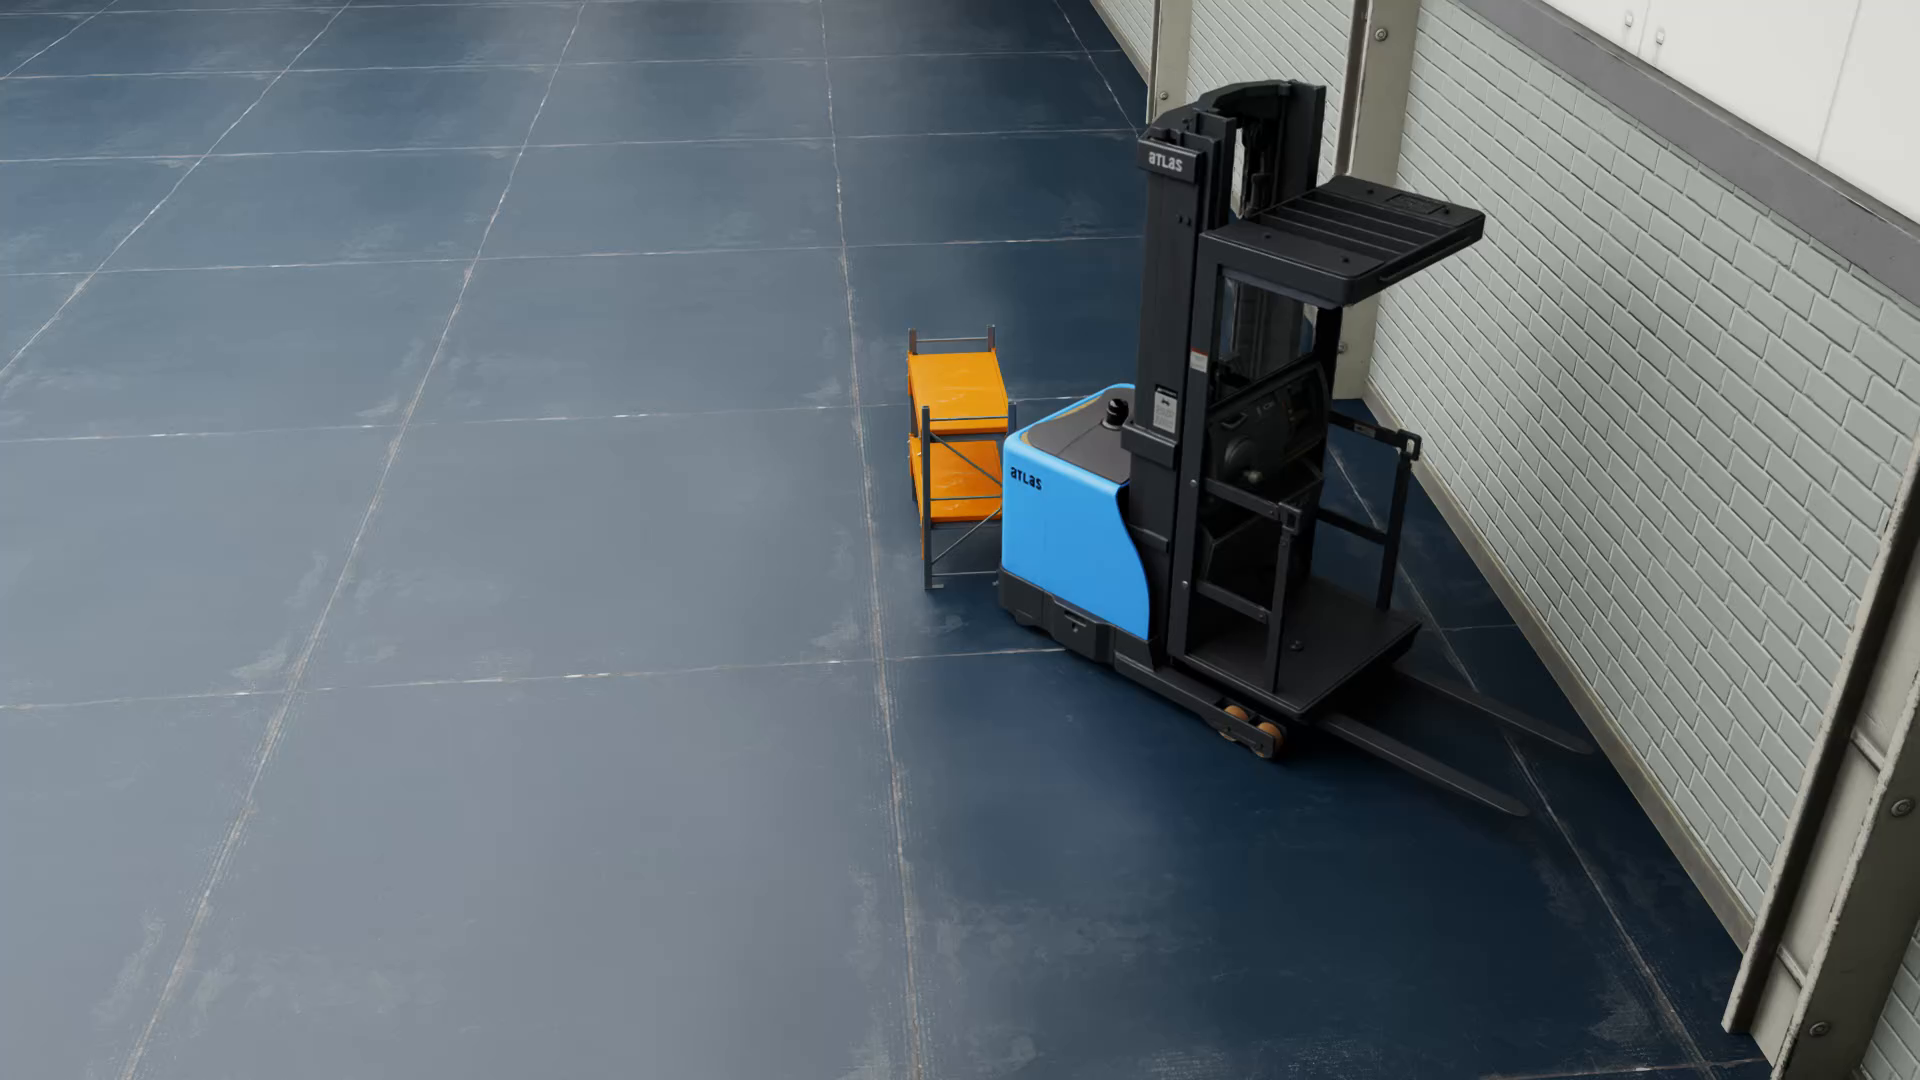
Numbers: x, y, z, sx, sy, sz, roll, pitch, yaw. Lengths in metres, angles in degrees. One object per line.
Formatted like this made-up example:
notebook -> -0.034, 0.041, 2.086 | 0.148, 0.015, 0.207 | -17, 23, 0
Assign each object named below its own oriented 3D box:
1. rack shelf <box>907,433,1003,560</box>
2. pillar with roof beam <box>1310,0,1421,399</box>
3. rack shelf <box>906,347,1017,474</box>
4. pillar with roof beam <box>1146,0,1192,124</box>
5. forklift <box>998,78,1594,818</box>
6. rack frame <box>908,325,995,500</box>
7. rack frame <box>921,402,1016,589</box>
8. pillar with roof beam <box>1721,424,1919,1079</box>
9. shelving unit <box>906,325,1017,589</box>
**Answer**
rack shelf -> -0.001, -0.276, 9.593 | 0.538, 0.278, 1.000 | -3, 31, -5
pillar with roof beam -> -1.673, -4.723, 8.882 | 9.100, 9.000, 0.400 | -3, 31, -5
rack shelf -> -0.001, -0.738, 9.317 | 0.538, 0.278, 1.000 | -3, 31, -5
pillar with roof beam -> -2.234, -7.787, 14.011 | 9.100, 9.000, 0.400 | -3, 31, -5
forklift -> 1.616, -0.513, 7.751 | 3.031, 2.935, 1.130 | 26, 40, 37
rack frame -> -0.048, -0.746, 9.902 | 0.500, 1.125, 0.032 | -3, 31, -5
rack frame -> 0.047, -0.227, 9.033 | 0.500, 1.125, 0.032 | -3, 31, -5
pillar with roof beam -> -1.113, -1.660, 3.754 | 9.100, 9.000, 0.400 | -3, 31, -5
shelving unit -> -0.001, -0.486, 9.467 | 0.538, 1.125, 1.048 | -3, 31, -5
